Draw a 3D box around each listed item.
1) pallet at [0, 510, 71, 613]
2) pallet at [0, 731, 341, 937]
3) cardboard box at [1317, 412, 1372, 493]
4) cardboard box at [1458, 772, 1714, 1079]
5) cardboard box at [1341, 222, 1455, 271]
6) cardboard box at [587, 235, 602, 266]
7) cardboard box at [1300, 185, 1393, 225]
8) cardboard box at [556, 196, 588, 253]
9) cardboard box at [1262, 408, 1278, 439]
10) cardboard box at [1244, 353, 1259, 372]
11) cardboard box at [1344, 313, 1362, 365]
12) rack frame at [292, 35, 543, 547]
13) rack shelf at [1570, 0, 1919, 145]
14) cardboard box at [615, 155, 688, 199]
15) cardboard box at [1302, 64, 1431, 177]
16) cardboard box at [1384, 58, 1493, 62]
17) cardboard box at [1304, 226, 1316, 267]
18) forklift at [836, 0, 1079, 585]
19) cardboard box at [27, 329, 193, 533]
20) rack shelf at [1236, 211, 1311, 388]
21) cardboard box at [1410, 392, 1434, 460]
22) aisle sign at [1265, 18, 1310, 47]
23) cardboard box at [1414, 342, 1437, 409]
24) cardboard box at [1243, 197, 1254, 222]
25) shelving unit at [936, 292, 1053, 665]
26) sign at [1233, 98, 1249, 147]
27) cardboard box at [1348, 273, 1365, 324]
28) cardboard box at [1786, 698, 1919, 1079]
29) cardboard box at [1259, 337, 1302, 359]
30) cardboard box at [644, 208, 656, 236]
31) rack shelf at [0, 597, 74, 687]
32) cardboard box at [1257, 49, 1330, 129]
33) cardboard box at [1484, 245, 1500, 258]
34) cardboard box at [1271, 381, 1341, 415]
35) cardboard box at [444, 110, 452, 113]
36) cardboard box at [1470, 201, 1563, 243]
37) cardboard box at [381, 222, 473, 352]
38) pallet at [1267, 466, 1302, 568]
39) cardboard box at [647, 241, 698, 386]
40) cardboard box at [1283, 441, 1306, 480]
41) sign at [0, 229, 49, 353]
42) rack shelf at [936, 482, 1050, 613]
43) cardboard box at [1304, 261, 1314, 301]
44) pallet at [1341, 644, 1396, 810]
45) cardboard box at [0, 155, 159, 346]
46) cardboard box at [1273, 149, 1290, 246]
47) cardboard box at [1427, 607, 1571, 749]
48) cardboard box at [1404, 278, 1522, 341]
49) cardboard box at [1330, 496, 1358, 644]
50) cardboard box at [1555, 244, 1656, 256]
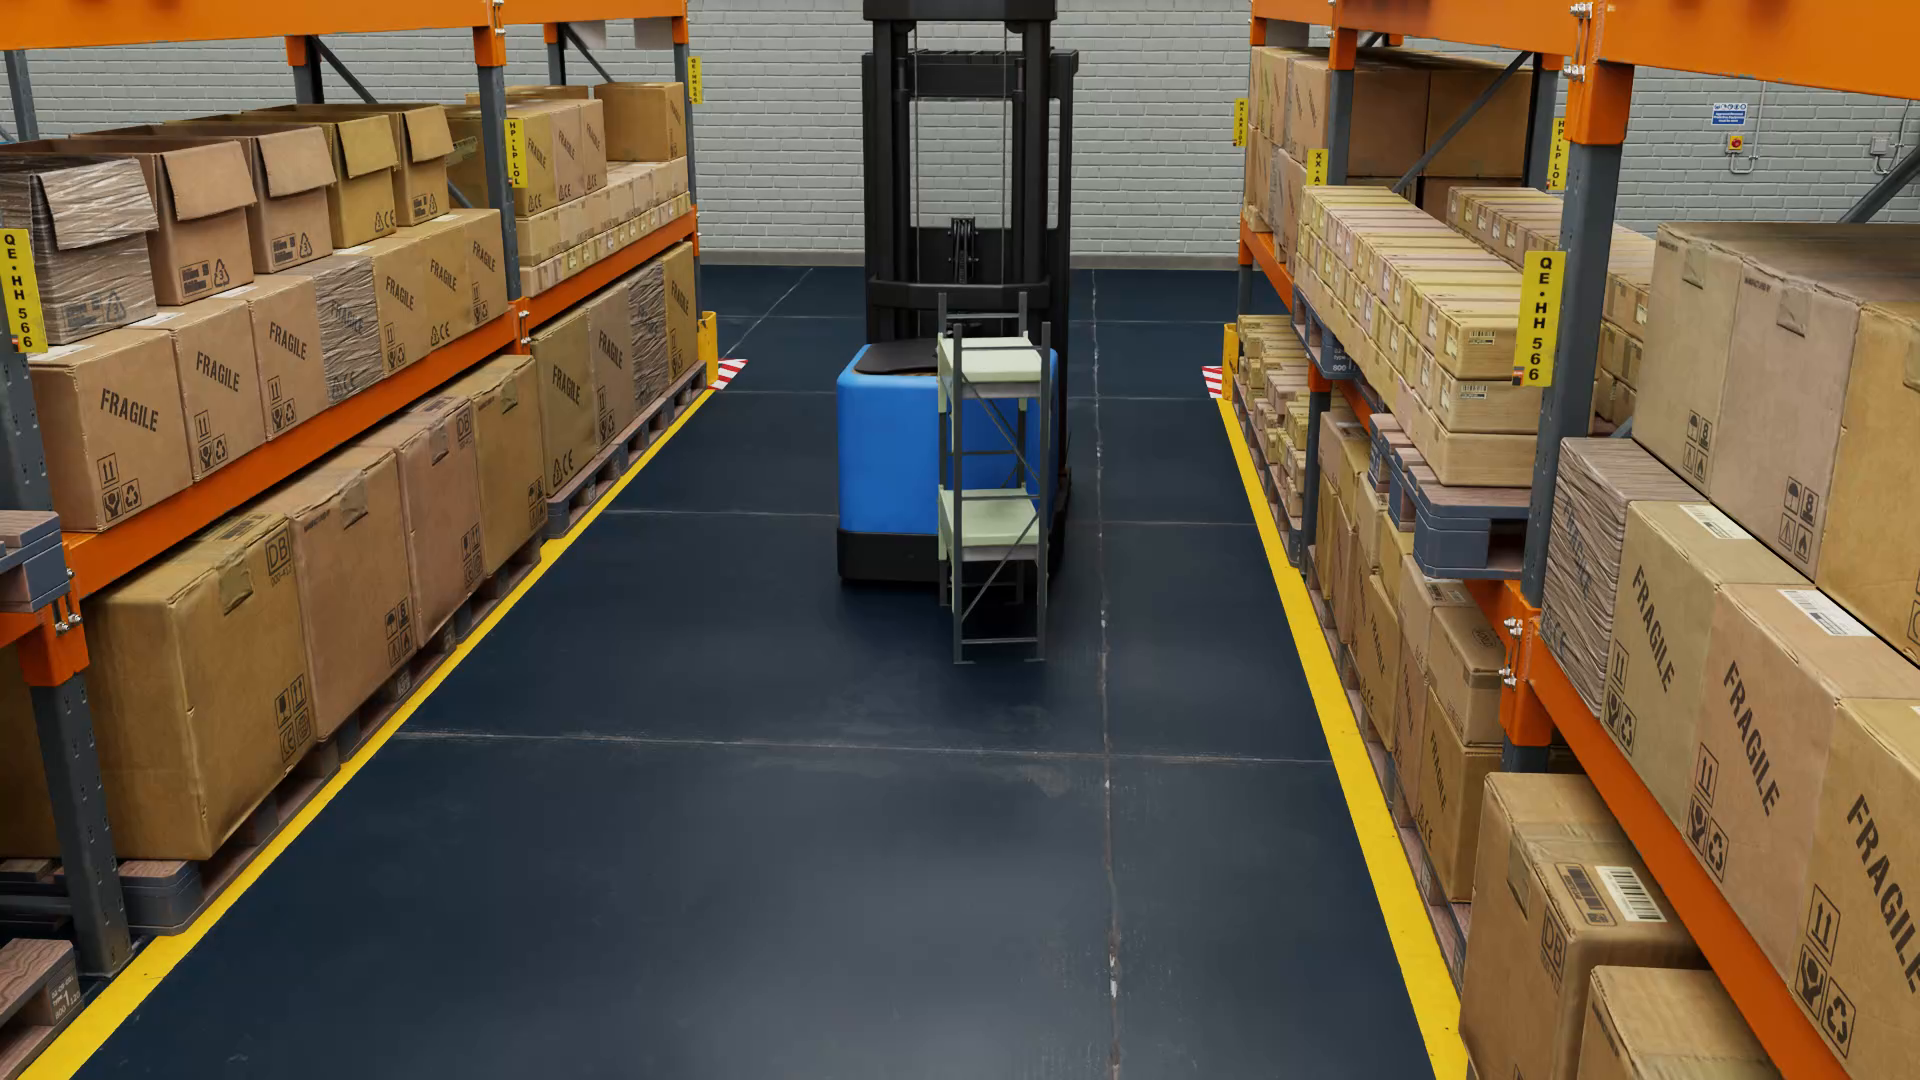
[{"bbox_3d":[-2.954,0.167,3.905,1.213,0.211,1.003,1,18,4],"label":"pallet"},{"bbox_3d":[-2.877,0.934,5.734,1.003,0.211,1.213,1,18,4],"label":"pallet"},{"bbox_3d":[1.901,-0.393,7.440,0.500,0.250,0.500,0,18,1],"label":"cardboard box"},{"bbox_3d":[1.798,1.051,3.838,1.050,0.750,0.750,1,18,3],"label":"cardboard box"},{"bbox_3d":[1.639,-1.097,6.229,0.380,0.149,0.250,2,18,6],"label":"cardboard box"},{"bbox_3d":[-2.297,-1.680,9.636,0.380,0.149,0.250,1,18,3],"label":"cardboard box"},{"bbox_3d":[1.731,-1.499,7.454,0.380,0.149,0.250,2,18,7],"label":"cardboard box"},{"bbox_3d":[-2.386,-1.755,9.225,0.500,0.250,0.500,1,18,4],"label":"cardboard box"},{"bbox_3d":[2.050,-0.699,10.143,0.380,0.149,0.250,1,18,4],"label":"cardboard box"},{"bbox_3d":[2.135,-1.236,11.304,0.380,0.149,0.250,1,18,4],"label":"cardboard box"},{"bbox_3d":[1.621,-0.733,6.070,0.380,0.149,0.250,0,18,1],"label":"cardboard box"},{"bbox_3d":[-2.722,-1.390,8.349,1.000,3.000,0.127,1,18,4],"label":"rack frame"},{"bbox_3d":[1.788,-0.468,1.873,1.077,0.370,4.000,1,18,4],"label":"rack shelf"},{"bbox_3d":[-2.205,-2.546,11.640,0.500,0.250,0.500,1,18,3],"label":"cardboard box"},{"bbox_3d":[1.982,-2.064,8.162,0.500,0.500,0.500,1,18,2],"label":"cardboard box"},{"bbox_3d":[2.582,-2.364,9.077,0.500,0.500,0.500,2,18,5],"label":"cardboard box"},{"bbox_3d":[1.714,-1.277,7.255,0.380,0.149,0.250,1,18,3],"label":"cardboard box"},{"bbox_3d":[0.065,-1.588,9.062,1.130,2.935,3.031,2,18,6],"label":"forklift"},{"bbox_3d":[-2.703,-0.340,4.984,0.500,0.500,0.500,2,18,6],"label":"cardboard box"},{"bbox_3d":[2.361,-1.528,9.923,1.077,0.370,4.000,1,18,4],"label":"rack shelf"},{"bbox_3d":[1.528,-0.327,4.832,0.380,0.149,0.250,1,18,4],"label":"cardboard box"},{"bbox_3d":[2.211,-3.755,11.391,0.394,0.787,0.004,1,18,4],"label":"aisle sign"},{"bbox_3d":[1.530,-0.474,4.804,0.380,0.149,0.250,2,18,6],"label":"cardboard box"},{"bbox_3d":[2.154,-2.278,11.461,0.380,0.149,0.250,1,18,3],"label":"cardboard box"},{"bbox_3d":[0.138,-0.289,7.395,0.431,1.500,0.755,-2,18,-5],"label":"shelving unit"},{"bbox_3d":[1.963,-2.914,11.609,0.100,0.325,0.005,1,18,4],"label":"sign"},{"bbox_3d":[1.621,-0.872,6.018,0.380,0.149,0.250,1,18,3],"label":"cardboard box"},{"bbox_3d":[1.522,0.549,2.269,0.500,0.500,0.500,1,18,3],"label":"cardboard box"},{"bbox_3d":[2.147,-1.220,10.779,0.380,0.149,0.250,0,18,1],"label":"cardboard box"},{"bbox_3d":[-2.204,-2.078,10.851,0.380,0.149,0.250,1,18,3],"label":"cardboard box"},{"bbox_3d":[-3.152,0.815,2.774,1.077,0.370,4.000,1,18,4],"label":"rack shelf"},{"bbox_3d":[2.178,-2.864,10.603,0.500,0.500,0.500,2,18,6],"label":"cardboard box"},{"bbox_3d":[2.333,-1.098,6.708,0.380,0.149,0.250,1,18,2],"label":"cardboard box"},{"bbox_3d":[1.997,-0.815,9.541,0.380,0.149,0.250,0,18,1],"label":"cardboard box"},{"bbox_3d":[-2.956,-1.966,8.663,0.500,0.500,0.500,2,18,5],"label":"cardboard box"},{"bbox_3d":[2.345,-1.318,6.903,0.380,0.149,0.250,1,18,2],"label":"cardboard box"},{"bbox_3d":[-2.526,-1.133,7.403,0.500,0.500,0.500,2,18,6],"label":"cardboard box"},{"bbox_3d":[2.231,-0.133,8.988,1.003,0.211,1.213,1,18,4],"label":"pallet"},{"bbox_3d":[-2.401,-1.622,11.794,0.875,0.875,0.875,1,18,4],"label":"cardboard box"},{"bbox_3d":[1.930,-0.424,8.825,0.380,0.149,0.250,0,18,1],"label":"cardboard box"},{"bbox_3d":[-2.467,-0.651,4.362,0.100,0.325,0.005,1,18,4],"label":"sign"},{"bbox_3d":[0.138,0.021,7.497,0.431,0.370,0.720,-2,18,-5],"label":"rack shelf"},{"bbox_3d":[1.717,-1.130,7.284,0.380,0.149,0.250,2,18,5],"label":"cardboard box"},{"bbox_3d":[2.079,0.699,6.452,1.003,0.211,1.213,1,18,4],"label":"pallet"},{"bbox_3d":[-2.940,-0.899,5.078,0.797,0.503,0.637,2,18,6],"label":"cardboard box"},{"bbox_3d":[2.046,-1.909,9.295,0.500,0.500,0.500,1,18,4],"label":"cardboard box"},{"bbox_3d":[1.719,0.408,4.997,0.500,0.250,0.500,1,18,3],"label":"cardboard box"},{"bbox_3d":[1.548,-0.691,4.987,0.380,0.149,0.250,2,18,6],"label":"cardboard box"},{"bbox_3d":[1.864,0.128,7.055,0.500,0.500,0.500,2,18,6],"label":"cardboard box"},{"bbox_3d":[2.250,-0.916,5.676,0.380,0.149,0.250,2,18,6],"label":"cardboard box"}]
